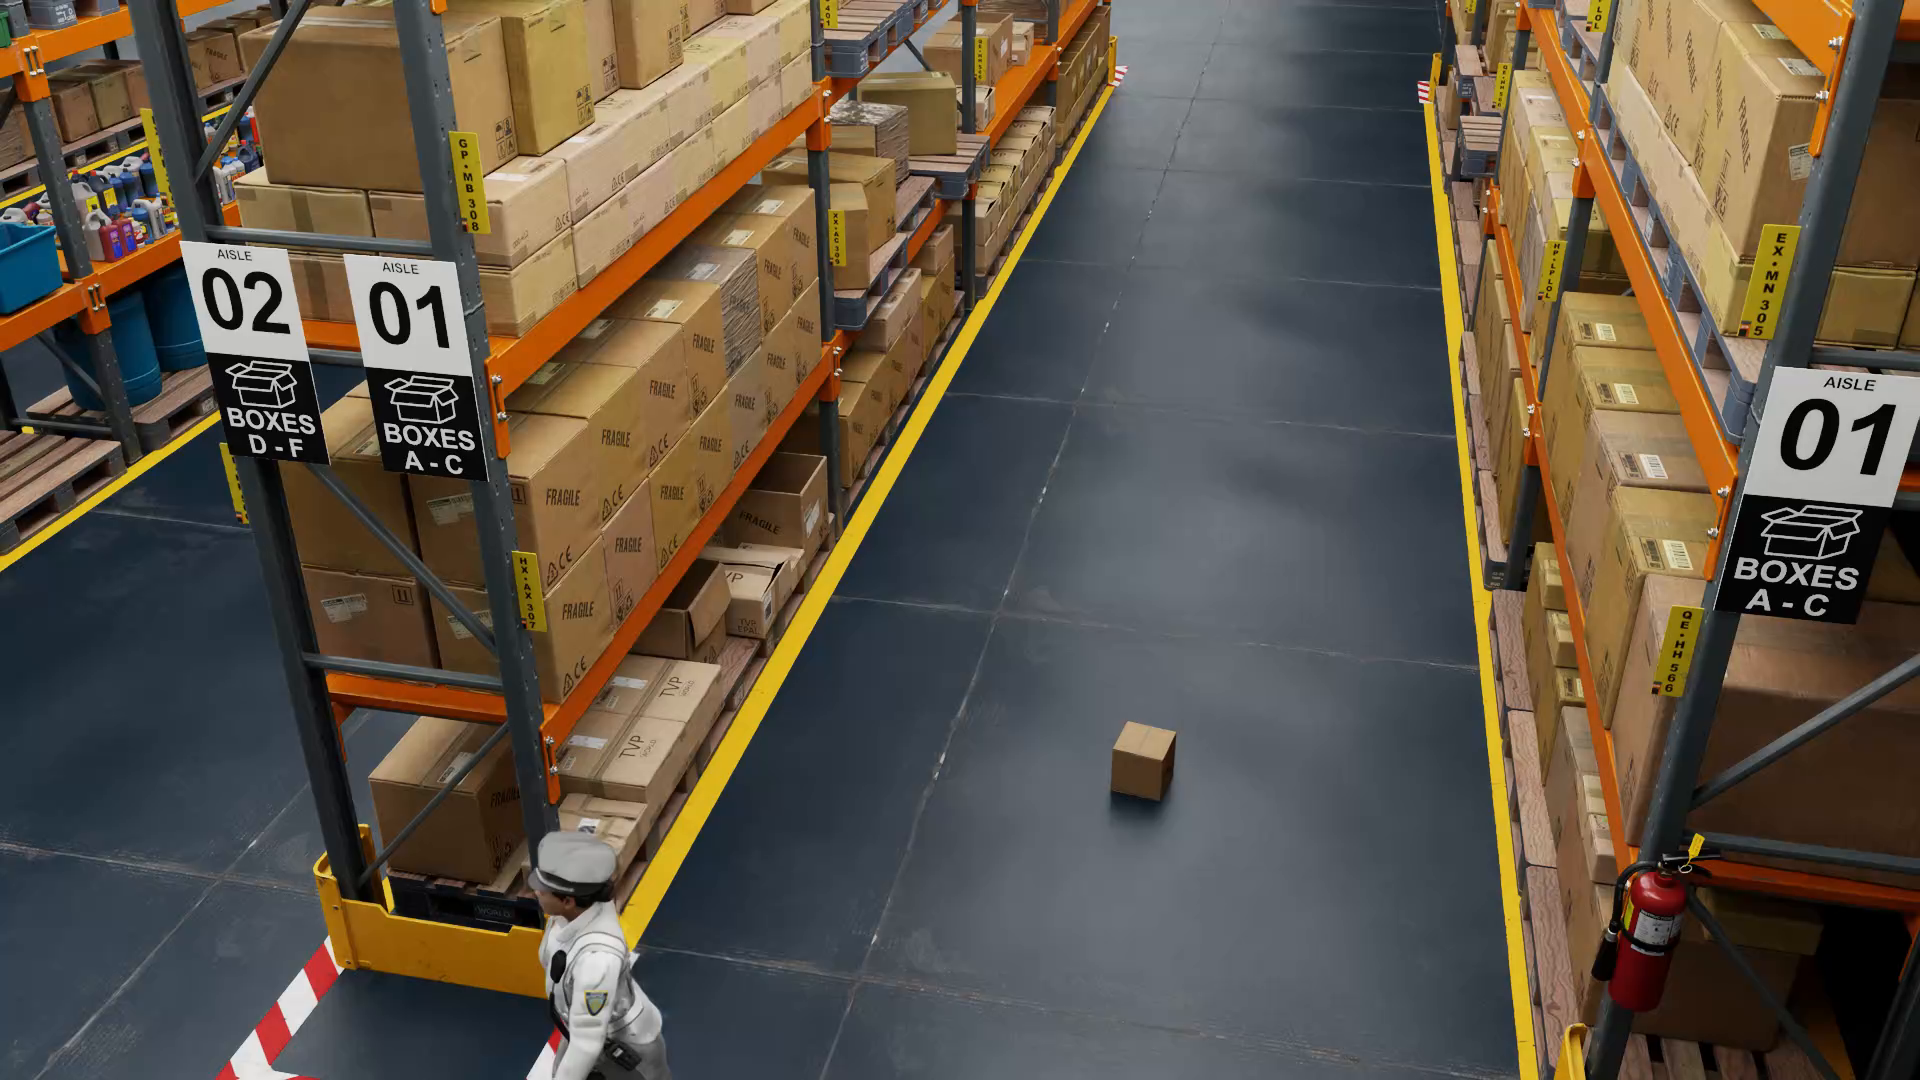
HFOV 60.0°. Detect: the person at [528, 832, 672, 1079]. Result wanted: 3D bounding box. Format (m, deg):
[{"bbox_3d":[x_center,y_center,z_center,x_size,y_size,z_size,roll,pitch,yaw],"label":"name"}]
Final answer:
[{"bbox_3d":[-1.244,1.688,5.511,0.844,1.647,0.530,-16,33,-27],"label":"person"}]
